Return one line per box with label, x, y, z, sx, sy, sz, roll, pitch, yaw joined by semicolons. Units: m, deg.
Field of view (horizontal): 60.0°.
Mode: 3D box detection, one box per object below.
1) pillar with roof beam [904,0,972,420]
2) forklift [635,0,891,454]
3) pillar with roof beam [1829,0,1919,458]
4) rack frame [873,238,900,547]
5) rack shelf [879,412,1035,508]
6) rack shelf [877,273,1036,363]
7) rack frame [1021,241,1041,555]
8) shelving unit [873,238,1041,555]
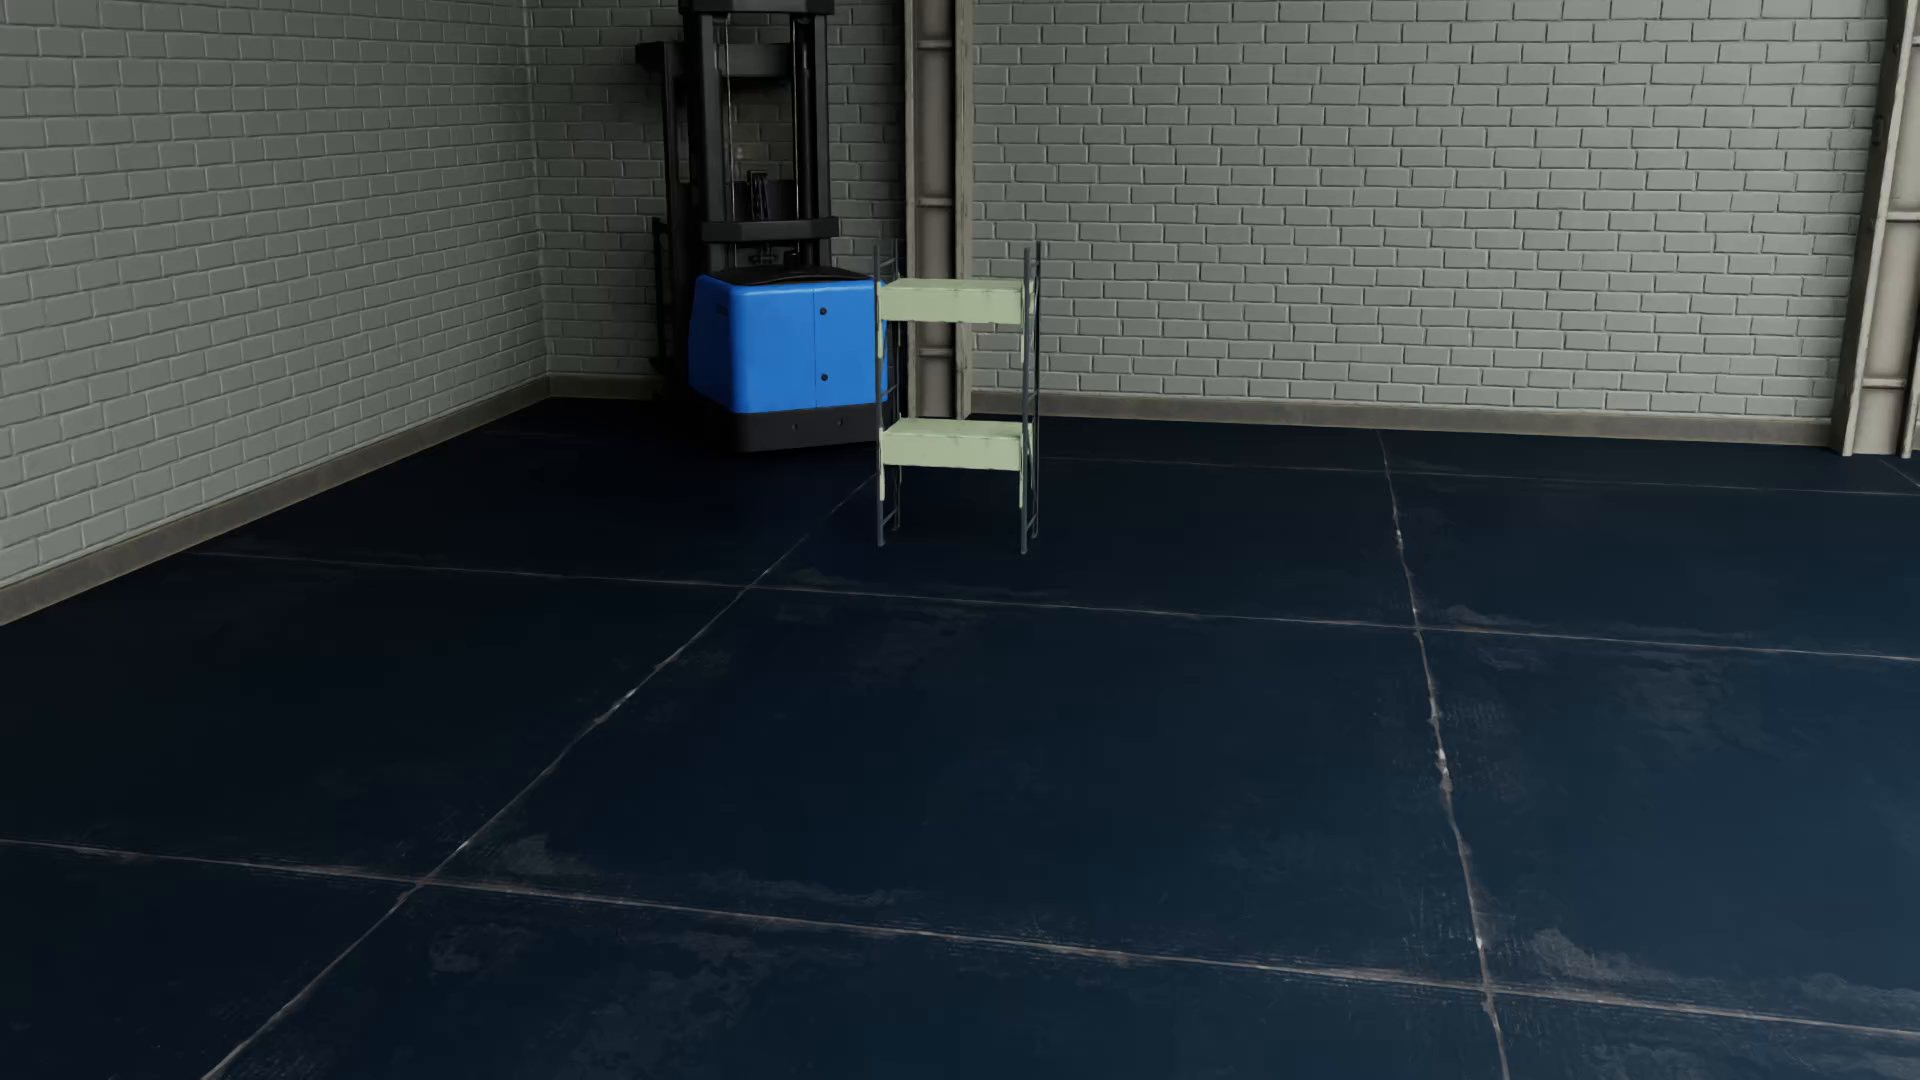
pillar with roof beam;-1.000;-4.087;6.388;0.400;9.000;9.100;3;16;11
forklift;-1.514;-2.293;11.281;1.130;2.935;3.031;-7;17;-24
pillar with roof beam;4.880;-3.768;5.236;0.400;9.000;9.100;3;16;11
rack frame;-0.365;-0.743;8.363;0.023;1.500;0.400;3;16;11
rack shelf;-0.007;-0.409;8.380;0.720;0.370;0.431;3;16;11
rack shelf;-0.007;-1.099;8.189;0.720;0.370;0.431;3;16;11
rack frame;0.352;-0.704;8.223;0.023;1.500;0.400;3;16;11
shelving unit;-0.007;-0.723;8.293;0.755;1.500;0.431;3;16;11
